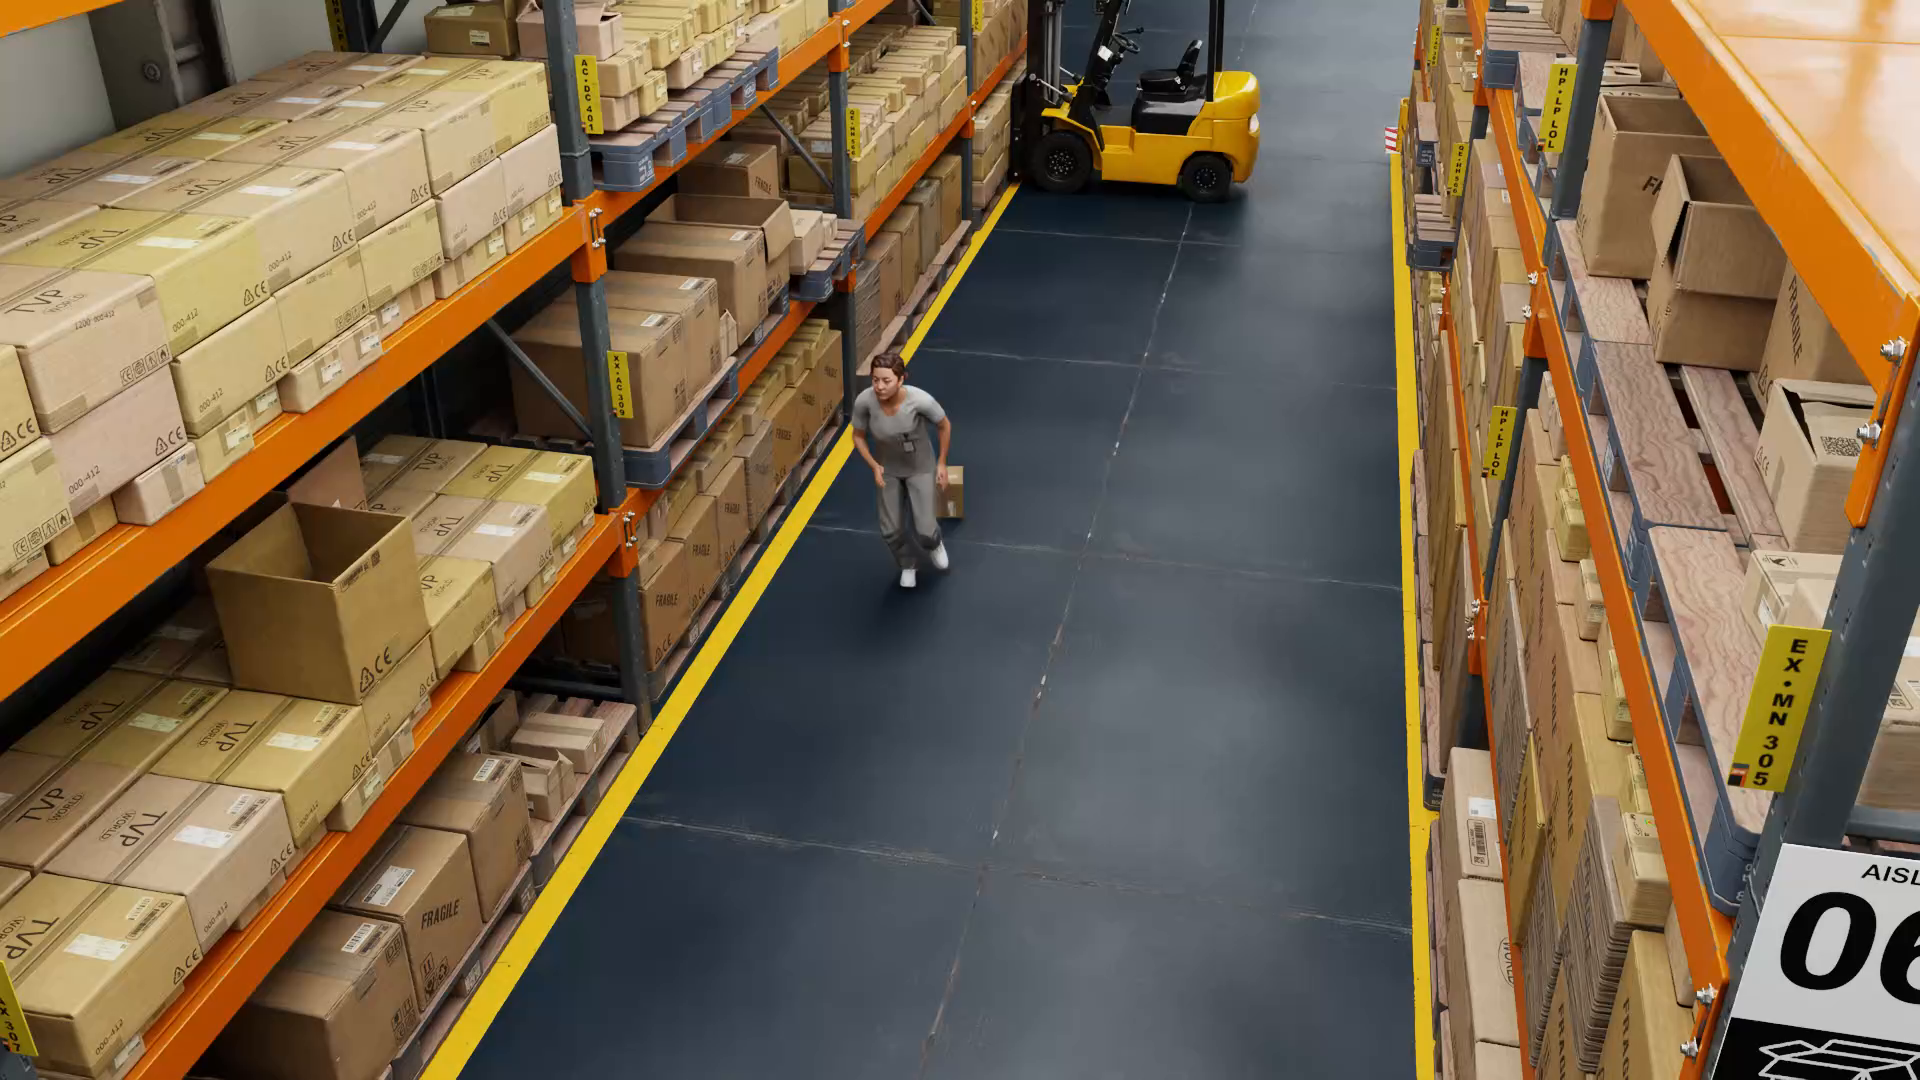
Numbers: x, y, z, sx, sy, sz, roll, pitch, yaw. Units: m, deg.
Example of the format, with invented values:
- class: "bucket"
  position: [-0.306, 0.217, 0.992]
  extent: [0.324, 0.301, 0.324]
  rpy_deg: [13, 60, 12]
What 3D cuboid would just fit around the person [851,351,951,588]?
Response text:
- class: "person"
  position: [-0.321, -0.398, 9.450]
  extent: [0.544, 1.560, 0.732]
  rpy_deg: [6, 29, 10]
